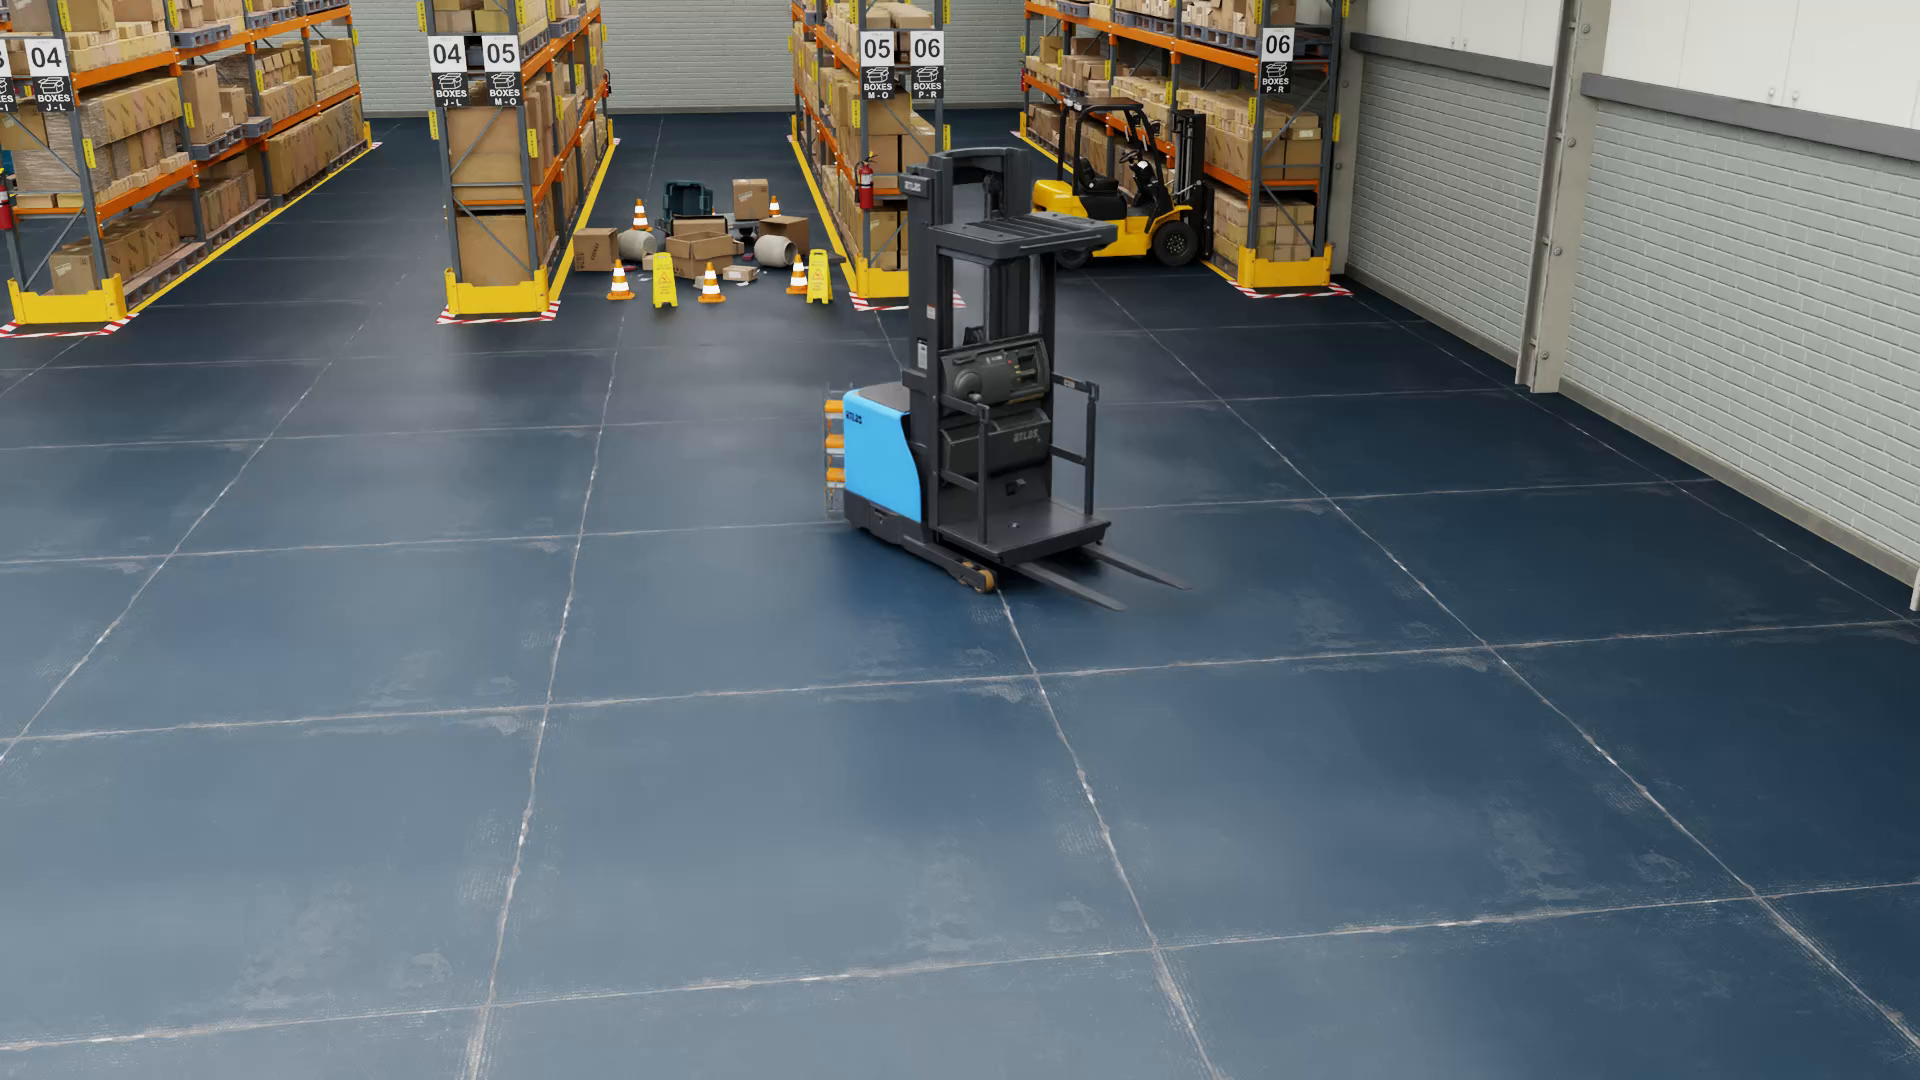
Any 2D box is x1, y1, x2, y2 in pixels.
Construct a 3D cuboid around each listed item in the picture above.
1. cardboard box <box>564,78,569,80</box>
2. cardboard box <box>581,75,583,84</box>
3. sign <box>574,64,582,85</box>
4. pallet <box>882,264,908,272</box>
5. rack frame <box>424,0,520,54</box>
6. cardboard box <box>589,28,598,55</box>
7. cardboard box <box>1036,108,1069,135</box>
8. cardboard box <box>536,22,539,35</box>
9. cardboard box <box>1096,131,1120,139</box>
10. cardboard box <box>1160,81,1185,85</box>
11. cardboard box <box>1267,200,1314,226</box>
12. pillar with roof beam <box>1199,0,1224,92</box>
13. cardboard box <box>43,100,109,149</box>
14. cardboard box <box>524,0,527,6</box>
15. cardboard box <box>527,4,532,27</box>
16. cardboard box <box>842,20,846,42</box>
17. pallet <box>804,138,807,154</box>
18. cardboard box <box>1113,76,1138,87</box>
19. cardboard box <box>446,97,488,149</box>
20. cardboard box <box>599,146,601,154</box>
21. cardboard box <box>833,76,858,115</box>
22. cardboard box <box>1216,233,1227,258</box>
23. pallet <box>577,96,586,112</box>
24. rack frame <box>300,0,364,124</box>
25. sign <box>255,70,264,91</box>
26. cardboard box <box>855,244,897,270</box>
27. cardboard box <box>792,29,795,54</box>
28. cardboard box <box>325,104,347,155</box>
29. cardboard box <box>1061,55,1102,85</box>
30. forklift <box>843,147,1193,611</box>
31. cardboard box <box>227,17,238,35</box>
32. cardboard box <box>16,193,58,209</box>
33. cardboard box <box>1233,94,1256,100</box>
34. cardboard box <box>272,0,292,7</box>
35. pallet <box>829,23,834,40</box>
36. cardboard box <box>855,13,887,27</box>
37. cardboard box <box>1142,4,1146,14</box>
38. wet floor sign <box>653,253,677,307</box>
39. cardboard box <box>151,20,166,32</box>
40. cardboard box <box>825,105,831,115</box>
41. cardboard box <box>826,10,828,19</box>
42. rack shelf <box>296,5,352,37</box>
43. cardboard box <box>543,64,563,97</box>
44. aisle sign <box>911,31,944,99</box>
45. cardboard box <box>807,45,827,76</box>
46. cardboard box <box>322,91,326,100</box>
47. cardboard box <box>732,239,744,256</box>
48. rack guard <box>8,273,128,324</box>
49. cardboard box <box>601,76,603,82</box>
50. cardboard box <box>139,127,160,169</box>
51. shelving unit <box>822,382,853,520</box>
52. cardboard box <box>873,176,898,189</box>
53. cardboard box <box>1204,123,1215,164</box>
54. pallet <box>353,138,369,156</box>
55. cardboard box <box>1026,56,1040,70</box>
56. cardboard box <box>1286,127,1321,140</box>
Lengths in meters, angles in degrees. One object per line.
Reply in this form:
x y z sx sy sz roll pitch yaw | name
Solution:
-6.662 -7.600 27.685 0.380 0.149 0.250 -3 21 -9 | cardboard box
-6.997 -8.278 29.925 0.380 0.149 0.250 -2 21 -5 | cardboard box
-6.197 -7.551 26.991 0.100 0.325 0.005 -3 21 -8 | sign
-0.802 -3.497 21.778 1.003 0.211 1.213 -3 21 -8 | pallet
-5.592 -7.020 18.650 1.000 3.000 0.127 -3 21 -8 | rack frame
-7.350 -9.720 32.456 0.500 0.500 0.500 -4 21 -10 | cardboard box
1.976 -8.797 34.954 0.700 0.500 0.500 -2 21 -6 | cardboard box
-5.615 -6.574 21.361 0.380 0.149 0.250 -3 21 -8 | cardboard box
2.670 -7.283 29.975 0.380 0.149 0.250 -2 21 -6 | cardboard box
3.487 -7.410 27.200 0.380 0.149 0.250 -3 21 -8 | cardboard box
4.321 -4.299 21.839 0.500 0.250 0.500 -3 21 -9 | cardboard box
-0.131 -9.703 25.834 9.100 9.000 0.400 -3 21 -8 | pillar with roof beam
-10.325 -4.853 19.426 0.500 0.500 0.500 -3 21 -8 | cardboard box
-5.433 -6.509 20.045 0.380 0.149 0.250 -3 21 -7 | cardboard box
-5.556 -6.458 20.478 0.500 0.250 0.500 -3 21 -8 | cardboard box
-1.275 -6.660 21.764 0.500 0.250 0.500 -3 21 -7 | cardboard box
-2.650 -8.033 33.922 1.003 0.211 1.213 -3 21 -8 | pallet
2.804 -7.741 28.085 0.380 0.149 0.250 -2 21 -6 | cardboard box
-5.778 -5.102 20.331 0.875 0.550 0.550 -3 21 -8 | cardboard box
-7.095 -7.460 31.876 0.380 0.149 0.250 -2 21 -6 | cardboard box
-1.339 -6.017 22.542 0.700 0.500 0.500 -3 21 -9 | cardboard box
3.760 -3.974 22.398 0.500 0.250 0.500 -3 21 -8 | cardboard box
-7.071 -7.573 28.979 1.003 0.211 1.213 -3 21 -8 | pallet
-12.821 -9.534 33.956 1.000 3.000 0.127 -3 21 -8 | rack frame
-11.133 -7.300 26.433 0.100 0.325 0.005 -3 21 -8 | sign
-1.095 -3.677 21.604 0.500 0.250 0.500 -3 21 -8 | cardboard box
-3.228 -10.368 34.618 0.500 0.500 0.500 -3 21 -9 | cardboard box
-12.390 -7.895 32.003 0.875 0.875 0.875 -3 21 -8 | cardboard box
2.321 -8.965 31.690 0.700 0.500 0.500 -2 21 -6 | cardboard box
0.388 -1.193 11.722 1.130 2.935 3.031 -15 25 -35 | forklift
-11.272 -7.776 25.175 0.500 0.250 0.500 -3 21 -8 | cardboard box
-10.760 -3.965 19.404 0.380 0.149 0.250 -3 21 -8 | cardboard box
4.116 -6.262 23.700 0.380 0.149 0.250 -3 21 -9 | cardboard box
-12.151 -9.597 29.095 0.700 0.500 0.500 -2 21 -6 | cardboard box
-1.269 -7.415 24.264 1.213 0.211 1.003 -3 21 -8 | pallet
-1.104 -6.436 20.593 0.380 0.149 0.250 -3 21 -8 | cardboard box
3.056 -8.294 25.965 0.380 0.149 0.250 -3 21 -8 | cardboard box
-3.629 -3.196 20.352 0.267 0.644 0.232 -7 21 -17 | wet floor sign
-10.759 -6.803 22.001 0.380 0.149 0.250 -2 21 -6 | cardboard box
-1.978 -6.928 26.737 0.380 0.149 0.250 -3 21 -7 | cardboard box
-1.948 -8.400 26.825 0.396 0.266 0.258 -3 21 -8 | cardboard box
-12.533 -9.910 31.703 1.077 0.370 4.000 -3 21 -8 | rack shelf
-6.616 -7.164 26.037 0.700 0.500 0.500 -3 21 -9 | cardboard box
-0.393 -5.706 19.991 0.394 0.787 0.004 -3 21 -8 | aisle sign
-2.489 -8.649 30.013 0.500 0.500 0.500 -3 21 -9 | cardboard box
-11.996 -8.241 30.854 0.380 0.149 0.250 -4 21 -10 | cardboard box
-3.292 -4.208 23.603 0.396 0.266 0.258 17 27 39 | cardboard box
-10.526 -2.850 19.631 1.175 0.500 0.348 -3 21 -8 | rack guard
-7.572 -9.533 34.311 0.380 0.149 0.250 -3 21 -8 | cardboard box
-10.879 -5.064 21.418 0.875 0.500 0.500 -3 21 -8 | cardboard box
-0.951 -0.698 13.084 0.215 1.050 0.252 2 21 5 | shelving unit
-0.974 -4.495 20.823 0.380 0.149 0.250 -2 21 -6 | cardboard box
3.649 -5.481 22.960 0.500 0.500 0.500 -3 21 -7 | cardboard box
-12.629 -7.955 33.713 1.003 0.211 1.213 -3 21 -8 | pallet
1.695 -10.184 35.485 0.500 0.250 0.500 -3 21 -7 | cardboard box
4.411 -5.227 21.354 0.380 0.149 0.250 -3 21 -9 | cardboard box
